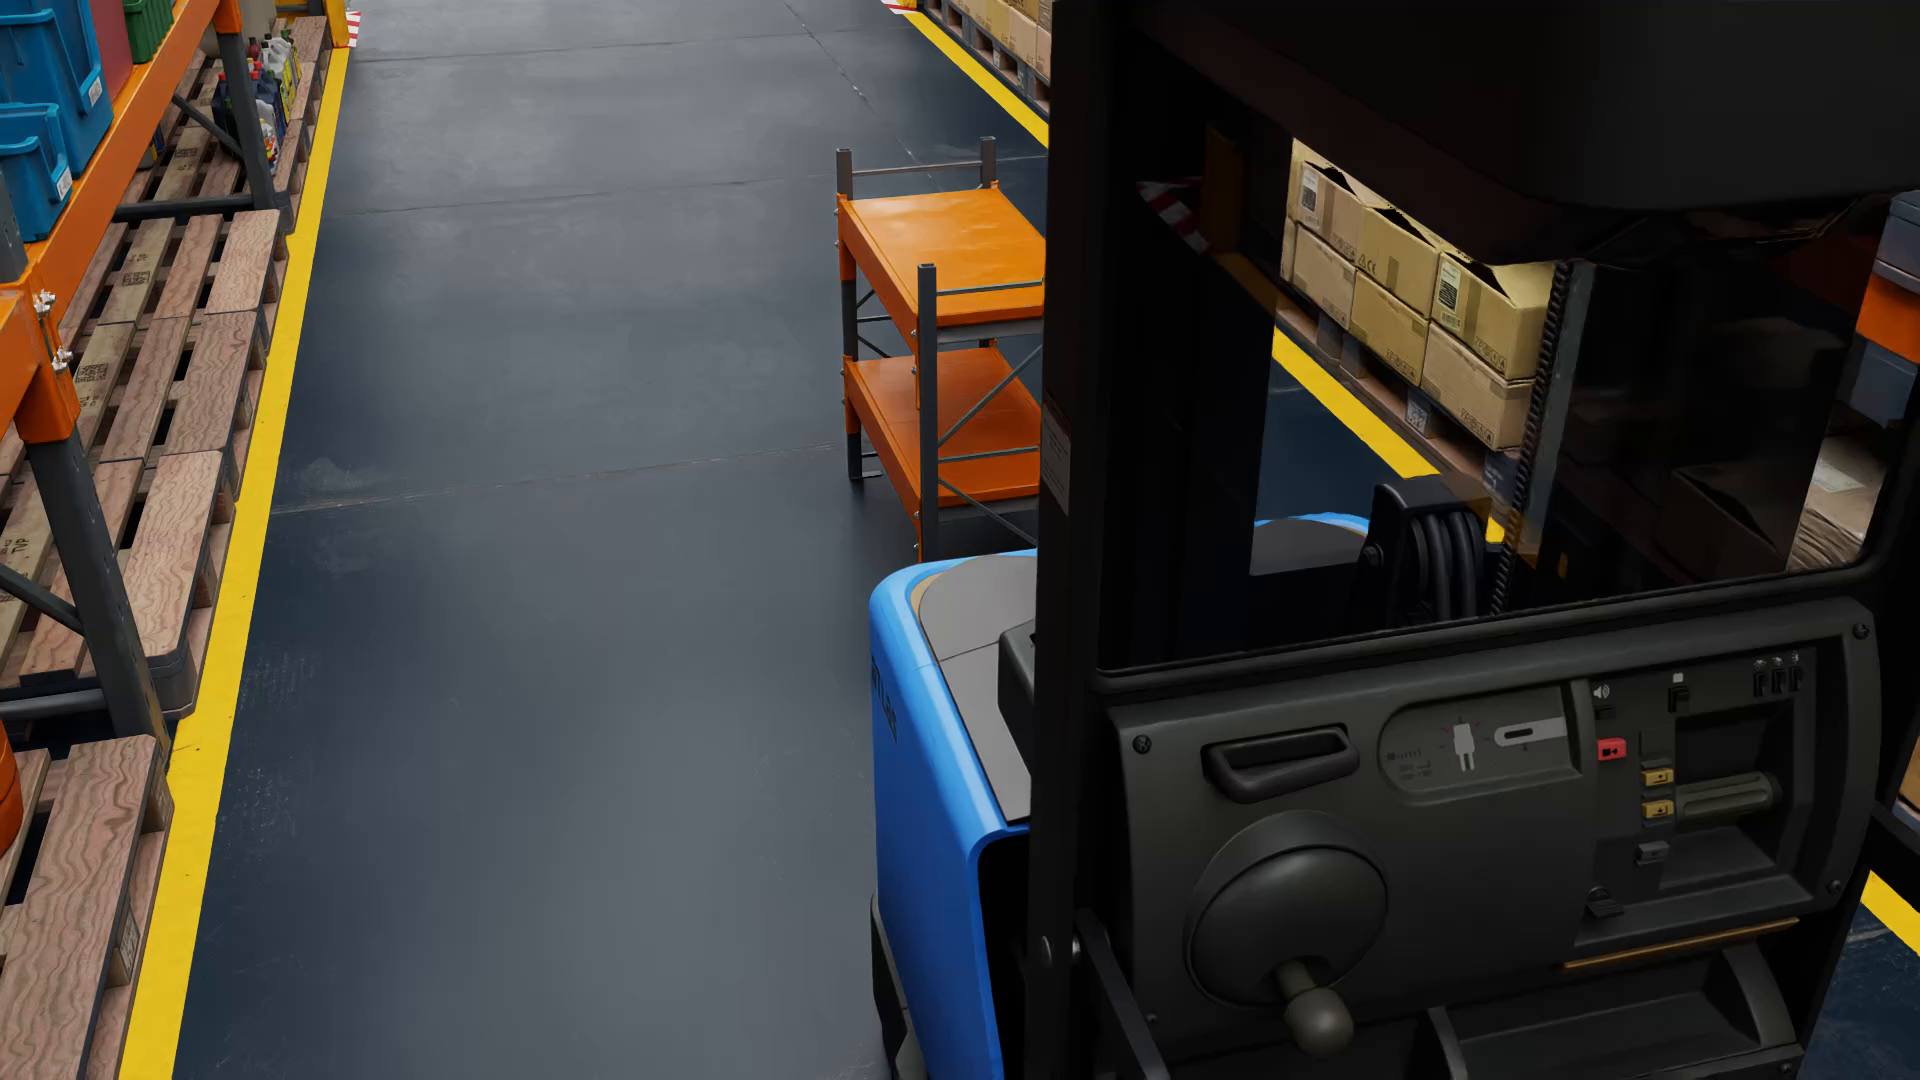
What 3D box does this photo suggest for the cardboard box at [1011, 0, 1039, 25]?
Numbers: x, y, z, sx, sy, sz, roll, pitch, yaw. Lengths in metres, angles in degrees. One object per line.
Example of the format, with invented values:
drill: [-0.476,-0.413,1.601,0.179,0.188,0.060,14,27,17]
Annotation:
cardboard box: [0.606,-3.253,9.453,0.500,0.500,0.500,-8,31,-13]

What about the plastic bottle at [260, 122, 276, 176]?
plastic bottle: [-3.241,-1.823,7.690,0.097,0.271,0.097,0,30,0]

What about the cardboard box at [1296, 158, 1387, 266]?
cardboard box: [1.607,-1.275,6.225,0.500,0.311,0.500,-8,31,-14]

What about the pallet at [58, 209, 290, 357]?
pallet: [-3.333,-1.020,6.802,1.003,0.211,1.213,-8,31,-13]

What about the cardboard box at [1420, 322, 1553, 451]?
cardboard box: [1.884,-0.540,5.513,0.500,0.250,0.500,-7,31,-12]

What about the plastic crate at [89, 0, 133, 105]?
plastic crate: [-2.651,-1.518,4.815,0.402,0.464,0.583,-8,31,-13]

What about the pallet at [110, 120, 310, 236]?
pallet: [-3.717,-1.724,8.018,1.003,0.211,1.213,-8,31,-13]

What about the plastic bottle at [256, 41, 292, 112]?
plastic bottle: [-3.556,-2.387,8.584,0.144,0.351,0.185,-8,31,-14]

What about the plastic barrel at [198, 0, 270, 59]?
plastic barrel: [-4.259,-3.088,9.656,0.421,0.512,0.421,0,30,0]

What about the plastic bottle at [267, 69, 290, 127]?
plastic bottle: [-3.447,-2.238,8.394,0.061,0.283,0.133,-6,31,-11]

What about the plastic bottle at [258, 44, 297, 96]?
plastic bottle: [-3.653,-2.524,8.896,0.152,0.276,0.135,-9,31,-15]

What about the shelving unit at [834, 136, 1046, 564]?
shelving unit: [0.002,-0.484,4.963,0.538,1.125,1.048,-8,31,-13]

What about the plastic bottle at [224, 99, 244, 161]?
plastic bottle: [-3.456,-1.966,7.925,0.061,0.283,0.133,-8,31,-13]

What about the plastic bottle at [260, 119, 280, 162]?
plastic bottle: [-3.295,-1.891,7.877,0.097,0.201,0.097,0,30,0]

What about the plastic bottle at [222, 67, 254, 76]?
plastic bottle: [-3.692,-2.323,8.548,0.152,0.276,0.135,-8,31,-13]

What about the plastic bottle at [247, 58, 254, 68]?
plastic bottle: [-3.769,-2.466,8.870,0.097,0.201,0.097,0,30,0]

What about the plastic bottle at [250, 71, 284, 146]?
plastic bottle: [-3.393,-2.090,8.072,0.144,0.351,0.185,-7,31,-12]

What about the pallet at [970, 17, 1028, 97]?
pallet: [0.699,-3.031,10.276,1.003,0.211,1.213,-8,31,-13]

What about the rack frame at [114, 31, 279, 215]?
rack frame: [-3.579,-2.601,6.750,1.000,3.000,0.127,-8,31,-13]

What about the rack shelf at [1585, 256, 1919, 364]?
rack shelf: [2.790,-0.049,3.058,1.077,0.370,4.000,-8,31,-13]

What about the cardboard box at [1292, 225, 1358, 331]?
cardboard box: [1.614,-1.031,6.363,0.500,0.250,0.500,-7,31,-12]

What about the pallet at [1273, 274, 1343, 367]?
pallet: [1.758,-1.110,6.957,1.003,0.211,1.213,-8,31,-13]

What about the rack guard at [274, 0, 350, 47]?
rack guard: [-4.575,-3.421,10.661,1.175,0.500,0.348,-8,31,-13]

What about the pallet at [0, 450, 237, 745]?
pallet: [-2.686,0.158,4.766,1.003,0.211,1.213,-8,31,-13]

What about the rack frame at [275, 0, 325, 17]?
rack frame: [-4.641,-4.533,10.088,1.000,3.000,0.127,-8,31,-13]

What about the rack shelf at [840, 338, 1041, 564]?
rack shelf: [0.002,-0.272,5.085,0.538,0.278,1.000,-8,31,-13]

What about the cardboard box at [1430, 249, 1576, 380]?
cardboard box: [1.883,-0.781,5.371,0.500,0.311,0.500,-7,31,-12]

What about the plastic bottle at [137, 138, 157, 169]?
plastic bottle: [-3.889,-1.937,7.808,0.144,0.351,0.185,-8,31,-13]

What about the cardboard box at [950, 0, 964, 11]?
cardboard box: [0.200,-3.652,10.891,0.500,0.250,0.500,-8,31,-13]

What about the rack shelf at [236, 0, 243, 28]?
rack shelf: [-4.110,-3.256,8.599,1.077,0.370,4.000,-8,31,-13]

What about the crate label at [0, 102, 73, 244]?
crate label: [-2.268,-0.850,3.892,0.303,0.233,0.416,-8,31,-13]

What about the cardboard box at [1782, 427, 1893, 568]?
cardboard box: [2.249,0.075,4.182,0.500,0.500,0.500,-9,31,-15]

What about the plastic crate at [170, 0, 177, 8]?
plastic crate: [-2.986,-2.103,5.905,0.392,0.384,0.575,-8,31,-13]

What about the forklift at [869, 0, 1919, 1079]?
forklift: [0.678,0.366,1.692,1.130,2.935,3.031,-7,31,-12]

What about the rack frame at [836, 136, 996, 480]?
rack frame: [-0.133,-0.729,5.387,0.500,1.125,0.032,-8,31,-13]

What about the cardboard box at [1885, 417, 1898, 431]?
cardboard box: [2.734,-0.014,4.336,0.500,0.500,0.500,-7,31,-11]

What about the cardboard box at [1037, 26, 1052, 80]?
cardboard box: [0.741,-2.688,9.224,0.500,0.250,0.500,-8,31,-13]

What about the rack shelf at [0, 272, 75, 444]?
rack shelf: [-1.987,0.608,1.923,1.077,0.370,4.000,-8,31,-13]

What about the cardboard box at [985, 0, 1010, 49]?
cardboard box: [0.460,-3.168,10.055,0.500,0.250,0.500,-8,31,-13]

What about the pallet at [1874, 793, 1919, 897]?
pallet: [2.741,0.834,3.598,1.003,0.211,1.213,-8,31,-13]

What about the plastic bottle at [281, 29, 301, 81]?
plastic bottle: [-3.682,-2.665,9.133,0.061,0.283,0.133,-7,31,-12]

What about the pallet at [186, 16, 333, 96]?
pallet: [-4.365,-2.903,10.054,1.003,0.211,1.213,-8,31,-13]
